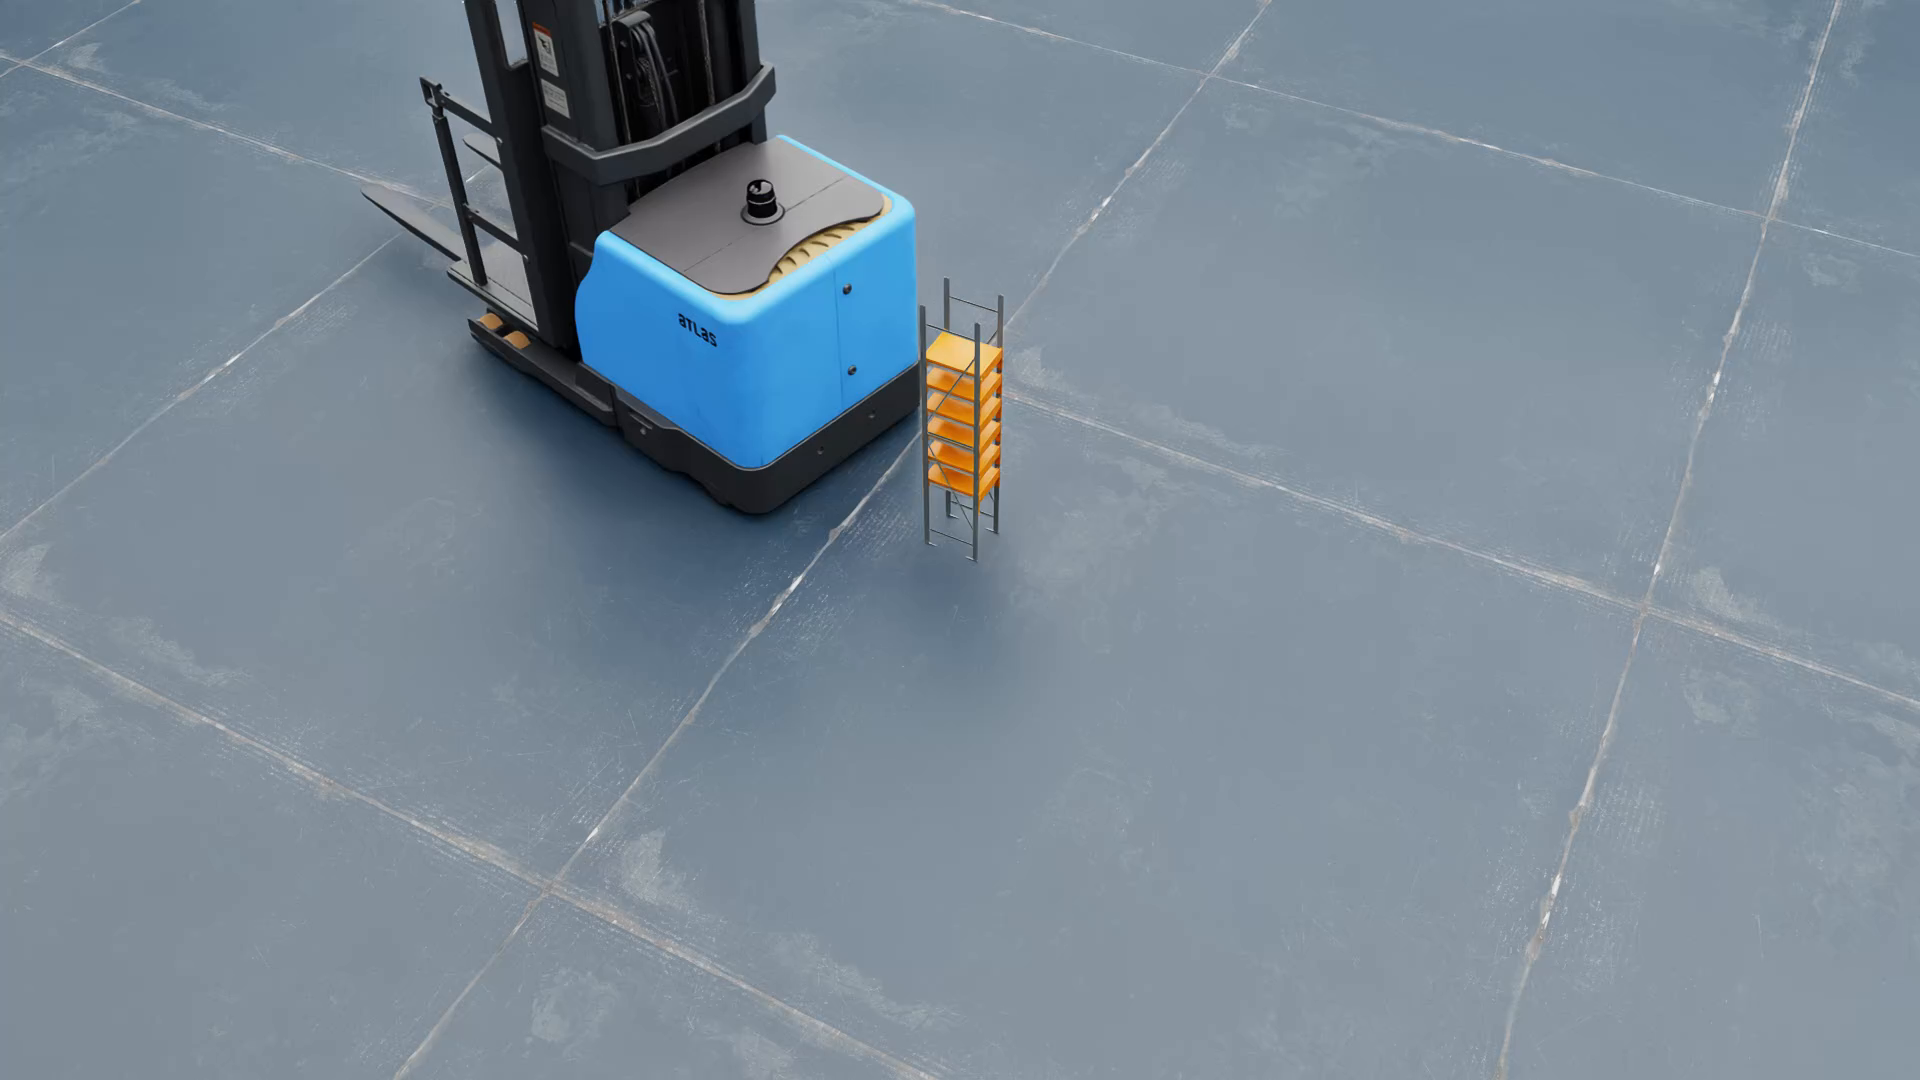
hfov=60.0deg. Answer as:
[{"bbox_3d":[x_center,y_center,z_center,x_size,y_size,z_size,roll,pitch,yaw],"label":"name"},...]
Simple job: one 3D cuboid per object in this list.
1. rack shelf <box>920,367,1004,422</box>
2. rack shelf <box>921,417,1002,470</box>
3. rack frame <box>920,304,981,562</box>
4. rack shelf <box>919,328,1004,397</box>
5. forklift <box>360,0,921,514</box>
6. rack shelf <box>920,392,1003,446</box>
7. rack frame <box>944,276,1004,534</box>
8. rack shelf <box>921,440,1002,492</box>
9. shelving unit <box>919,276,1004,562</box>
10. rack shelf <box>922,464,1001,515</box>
[{"bbox_3d":[0.007,-0.568,6.193,0.258,0.103,0.180,20,49,19],"label":"rack shelf"},{"bbox_3d":[0.007,-0.400,6.364,0.258,0.103,0.180,20,49,19],"label":"rack shelf"},{"bbox_3d":[-0.036,-0.373,6.275,0.240,1.200,0.006,20,49,19],"label":"rack frame"},{"bbox_3d":[0.007,-0.653,6.108,0.258,0.103,0.180,20,49,19],"label":"rack shelf"},{"bbox_3d":[-1.594,-2.054,6.719,3.031,2.935,1.130,33,54,28],"label":"forklift"},{"bbox_3d":[0.007,-0.484,6.279,0.258,0.103,0.180,20,49,19],"label":"rack shelf"},{"bbox_3d":[0.049,-0.489,6.389,0.240,1.200,0.006,20,49,19],"label":"rack frame"},{"bbox_3d":[0.007,-0.315,6.449,0.258,0.103,0.180,20,49,19],"label":"rack shelf"},{"bbox_3d":[0.007,-0.431,6.332,0.258,1.200,0.189,20,49,19],"label":"shelving unit"},{"bbox_3d":[0.007,-0.231,6.535,0.258,0.103,0.180,20,49,19],"label":"rack shelf"}]
